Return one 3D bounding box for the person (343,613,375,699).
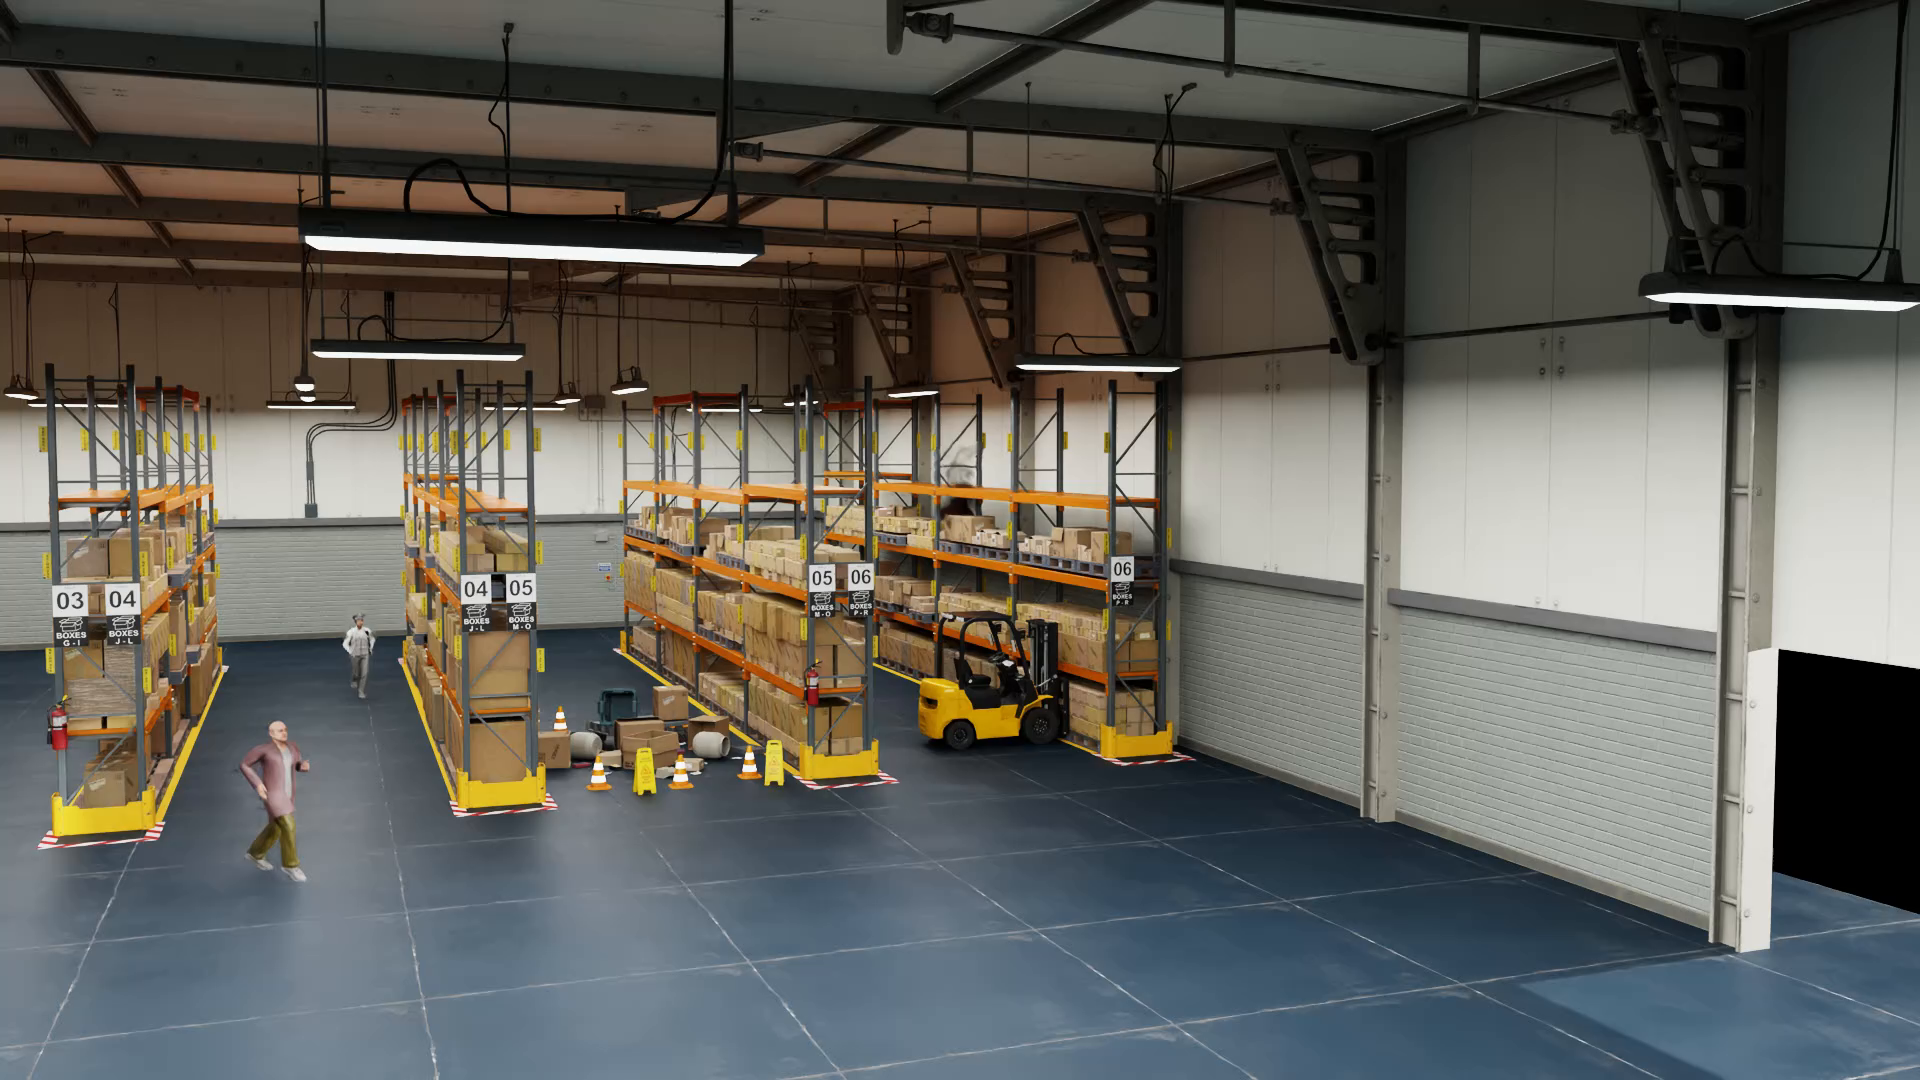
[{"bbox_3d":[-11.805,2.270,32.724,0.617,1.666,0.696,-2,4,-31],"label":"person"}]

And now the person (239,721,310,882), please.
[{"bbox_3d":[-7.878,2.994,19.206,0.914,1.839,0.673,1,4,19],"label":"person"}]
